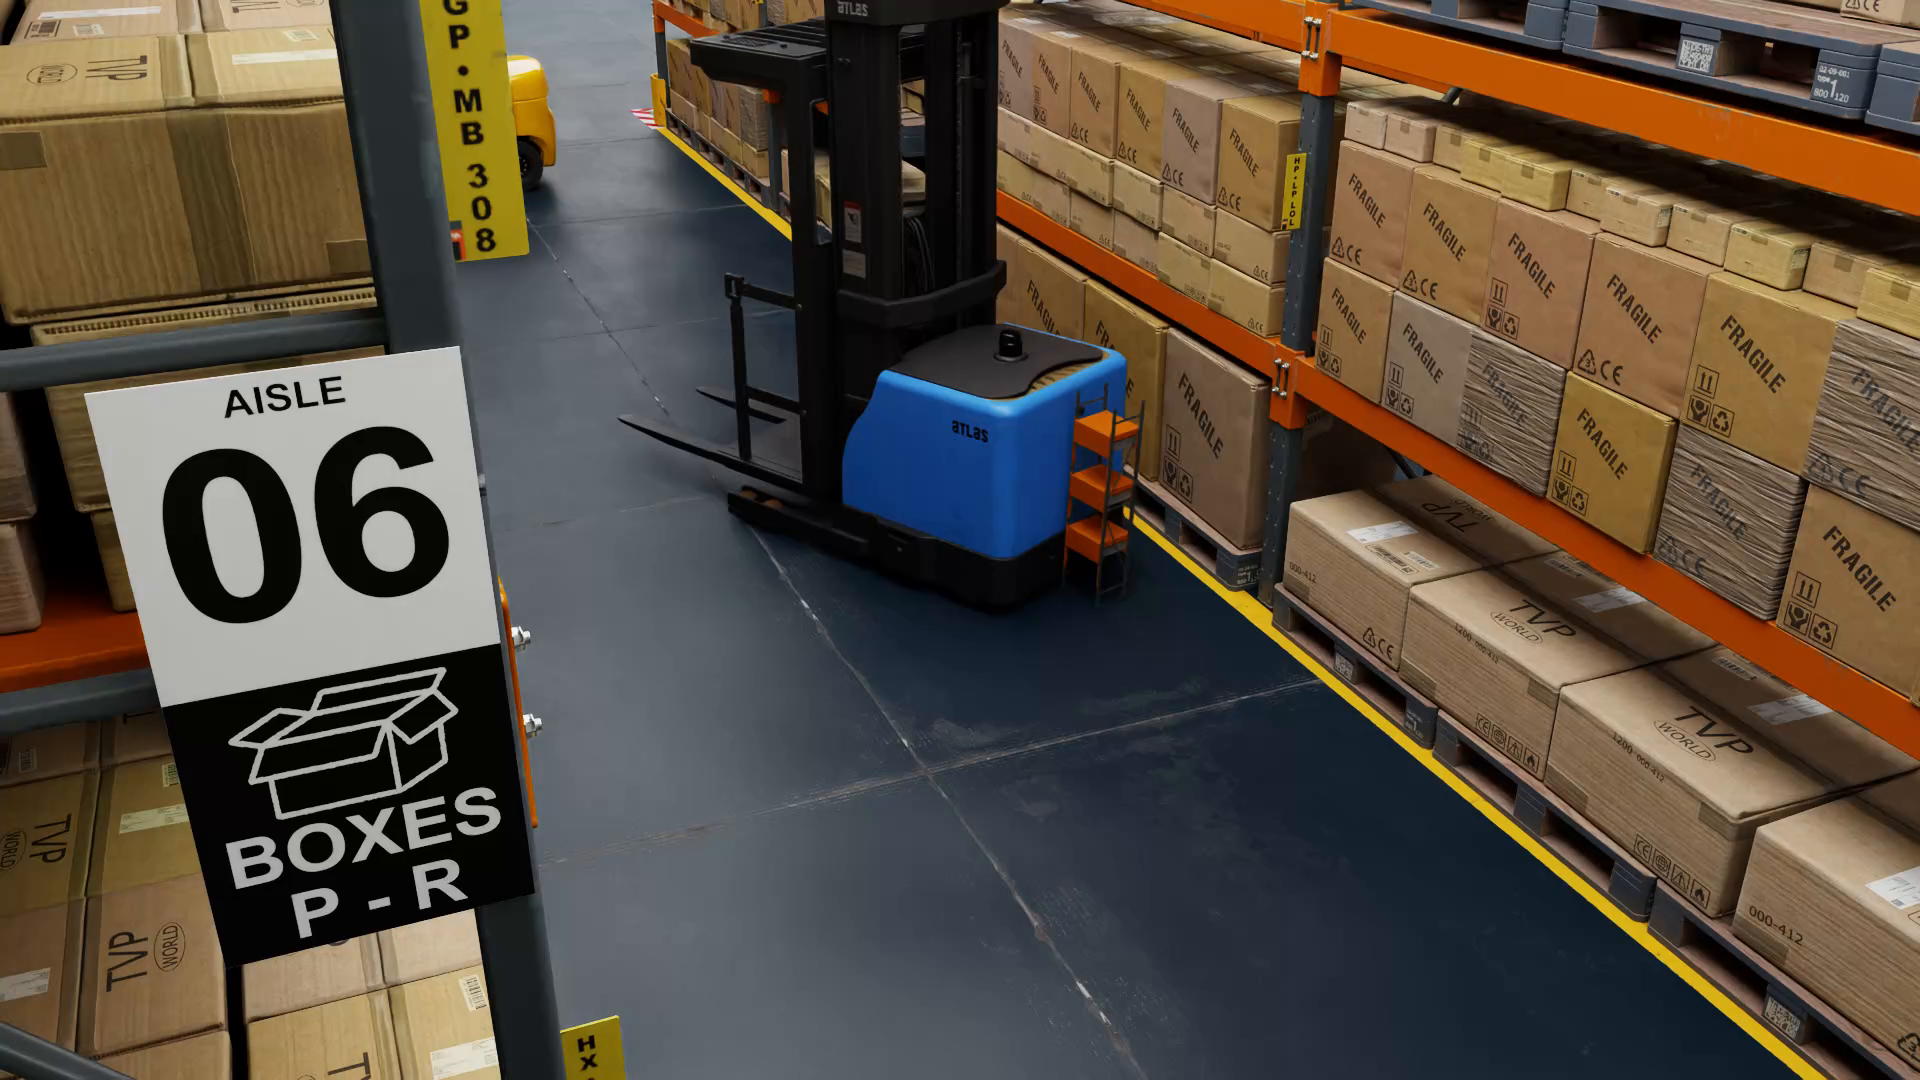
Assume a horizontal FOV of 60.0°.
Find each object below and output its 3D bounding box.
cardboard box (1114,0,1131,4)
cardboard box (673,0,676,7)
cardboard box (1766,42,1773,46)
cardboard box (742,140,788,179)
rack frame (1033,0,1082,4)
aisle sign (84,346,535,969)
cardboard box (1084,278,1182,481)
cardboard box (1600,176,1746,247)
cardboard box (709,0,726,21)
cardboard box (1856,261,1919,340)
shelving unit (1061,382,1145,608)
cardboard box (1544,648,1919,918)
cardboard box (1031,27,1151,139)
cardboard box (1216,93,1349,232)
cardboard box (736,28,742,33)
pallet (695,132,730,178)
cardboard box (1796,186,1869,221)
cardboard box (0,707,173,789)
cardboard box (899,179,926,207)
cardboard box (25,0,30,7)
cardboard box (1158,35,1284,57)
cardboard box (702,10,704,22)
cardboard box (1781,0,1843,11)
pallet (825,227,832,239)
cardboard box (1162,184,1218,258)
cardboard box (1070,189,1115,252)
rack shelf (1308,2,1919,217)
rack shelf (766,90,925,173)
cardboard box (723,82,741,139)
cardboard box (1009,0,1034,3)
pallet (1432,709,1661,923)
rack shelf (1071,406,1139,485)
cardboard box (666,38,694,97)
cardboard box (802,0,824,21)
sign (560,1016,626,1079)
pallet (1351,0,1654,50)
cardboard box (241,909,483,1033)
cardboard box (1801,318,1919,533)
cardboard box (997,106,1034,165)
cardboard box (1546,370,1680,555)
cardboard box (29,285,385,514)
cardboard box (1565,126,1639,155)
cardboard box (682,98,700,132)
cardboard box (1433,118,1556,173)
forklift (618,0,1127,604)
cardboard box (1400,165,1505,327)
[{"bbox_3d":[2.082,-5.822,19.199,0.875,0.875,0.875,-10,28,-20],"label":"cardboard box"},{"bbox_3d":[-2.676,-5.453,16.787,0.380,0.149,0.250,-12,28,-22],"label":"cardboard box"},{"bbox_3d":[5.407,-3.214,11.044,0.380,0.149,0.250,-10,28,-19],"label":"cardboard box"},{"bbox_3d":[-1.672,-3.490,15.135,0.500,0.250,0.500,-9,28,-18],"label":"cardboard box"},{"bbox_3d":[0.373,-2.730,10.922,1.000,3.000,0.127,-11,28,-21],"label":"rack frame"},{"bbox_3d":[-0.763,0.163,2.034,0.394,0.787,0.004,-11,28,-21],"label":"aisle sign"},{"bbox_3d":[1.262,-0.949,9.218,0.875,0.875,0.875,-10,28,-19],"label":"cardboard box"},{"bbox_3d":[2.403,-1.111,5.613,0.380,0.149,0.250,-10,28,-20],"label":"cardboard box"},{"bbox_3d":[-2.012,-5.075,15.273,0.500,0.500,0.500,-10,28,-19],"label":"cardboard box"},{"bbox_3d":[2.820,-0.693,4.758,0.380,0.149,0.250,-10,28,-19],"label":"cardboard box"},{"bbox_3d":[0.679,-0.208,7.963,0.215,1.050,0.252,-20,36,-35],"label":"shelving unit"},{"bbox_3d":[2.789,0.845,6.042,0.875,0.438,0.875,-10,28,-19],"label":"cardboard box"},{"bbox_3d":[0.733,-2.573,9.347,0.500,0.500,0.500,-10,28,-19],"label":"cardboard box"},{"bbox_3d":[1.533,-1.747,7.655,0.500,0.500,0.500,-10,28,-19],"label":"cardboard box"},{"bbox_3d":[-1.819,-4.630,15.101,0.380,0.149,0.250,-11,28,-21],"label":"cardboard box"},{"bbox_3d":[-1.971,-3.850,16.395,1.003,0.211,1.213,-11,28,-21],"label":"pallet"},{"bbox_3d":[3.053,-1.110,5.612,0.380,0.149,0.250,-11,28,-22],"label":"cardboard box"},{"bbox_3d":[-2.079,0.527,4.083,0.500,0.250,0.500,-11,28,-21],"label":"cardboard box"},{"bbox_3d":[-0.427,-2.571,13.114,0.950,0.372,0.625,-10,28,-19],"label":"cardboard box"},{"bbox_3d":[-1.394,-0.916,3.051,0.500,0.250,0.500,-11,28,-21],"label":"cardboard box"},{"bbox_3d":[1.405,-2.447,9.090,0.500,0.500,0.500,-11,28,-21],"label":"cardboard box"},{"bbox_3d":[-2.252,-5.037,15.933,0.380,0.149,0.250,-11,28,-22],"label":"cardboard box"},{"bbox_3d":[2.854,-1.966,5.233,0.500,0.500,0.500,-10,28,-20],"label":"cardboard box"},{"bbox_3d":[-0.406,-2.284,13.188,1.003,0.211,1.213,-11,28,-21],"label":"pallet"},{"bbox_3d":[1.341,-1.609,8.228,0.500,0.250,0.500,-10,28,-19],"label":"cardboard box"},{"bbox_3d":[0.947,-1.806,9.201,0.500,0.250,0.500,-11,28,-21],"label":"cardboard box"},{"bbox_3d":[2.723,-1.332,5.461,1.077,0.370,4.000,-11,28,-21],"label":"rack shelf"},{"bbox_3d":[-0.410,-3.214,12.734,1.077,0.370,4.000,-11,28,-21],"label":"rack shelf"},{"bbox_3d":[-1.873,-4.033,15.391,0.500,0.500,0.500,-10,28,-20],"label":"cardboard box"},{"bbox_3d":[0.199,-3.528,11.625,0.500,0.500,0.500,-9,27,-18],"label":"cardboard box"},{"bbox_3d":[2.647,0.952,6.560,1.003,0.211,1.213,-11,28,-21],"label":"pallet"},{"bbox_3d":[0.690,-0.447,7.831,0.215,0.259,0.240,-20,36,-35],"label":"rack shelf"},{"bbox_3d":[-2.689,-4.867,17.100,0.500,0.500,0.500,-12,28,-22],"label":"cardboard box"},{"bbox_3d":[-0.896,-4.069,12.734,0.500,0.500,0.500,-11,28,-21],"label":"cardboard box"},{"bbox_3d":[-0.561,0.872,2.559,0.100,0.325,0.005,-11,28,-21],"label":"sign"},{"bbox_3d":[2.250,-2.091,6.296,1.003,0.211,1.213,-11,28,-21],"label":"pallet"},{"bbox_3d":[-1.187,0.855,3.412,0.500,0.250,0.500,-10,28,-20],"label":"cardboard box"},{"bbox_3d":[2.866,-0.354,4.803,0.500,0.500,0.500,-10,28,-20],"label":"cardboard box"},{"bbox_3d":[0.546,-2.431,9.912,0.500,0.250,0.500,-10,28,-19],"label":"cardboard box"},{"bbox_3d":[2.466,-0.312,5.856,0.500,0.500,0.500,-10,28,-19],"label":"cardboard box"},{"bbox_3d":[-0.982,-0.286,2.330,0.500,0.250,0.500,-11,28,-21],"label":"cardboard box"},{"bbox_3d":[2.561,-1.505,6.420,0.380,0.149,0.250,-11,28,-21],"label":"cardboard box"},{"bbox_3d":[-2.506,-4.332,16.859,0.500,0.250,0.500,-10,28,-19],"label":"cardboard box"},{"bbox_3d":[2.078,-1.532,6.476,0.380,0.149,0.250,-11,28,-21],"label":"cardboard box"},{"bbox_3d":[-0.619,-1.524,8.531,3.031,2.935,1.130,20,32,35],"label":"forklift"},{"bbox_3d":[2.095,-1.171,6.475,0.500,0.500,0.500,-11,28,-21],"label":"cardboard box"}]
